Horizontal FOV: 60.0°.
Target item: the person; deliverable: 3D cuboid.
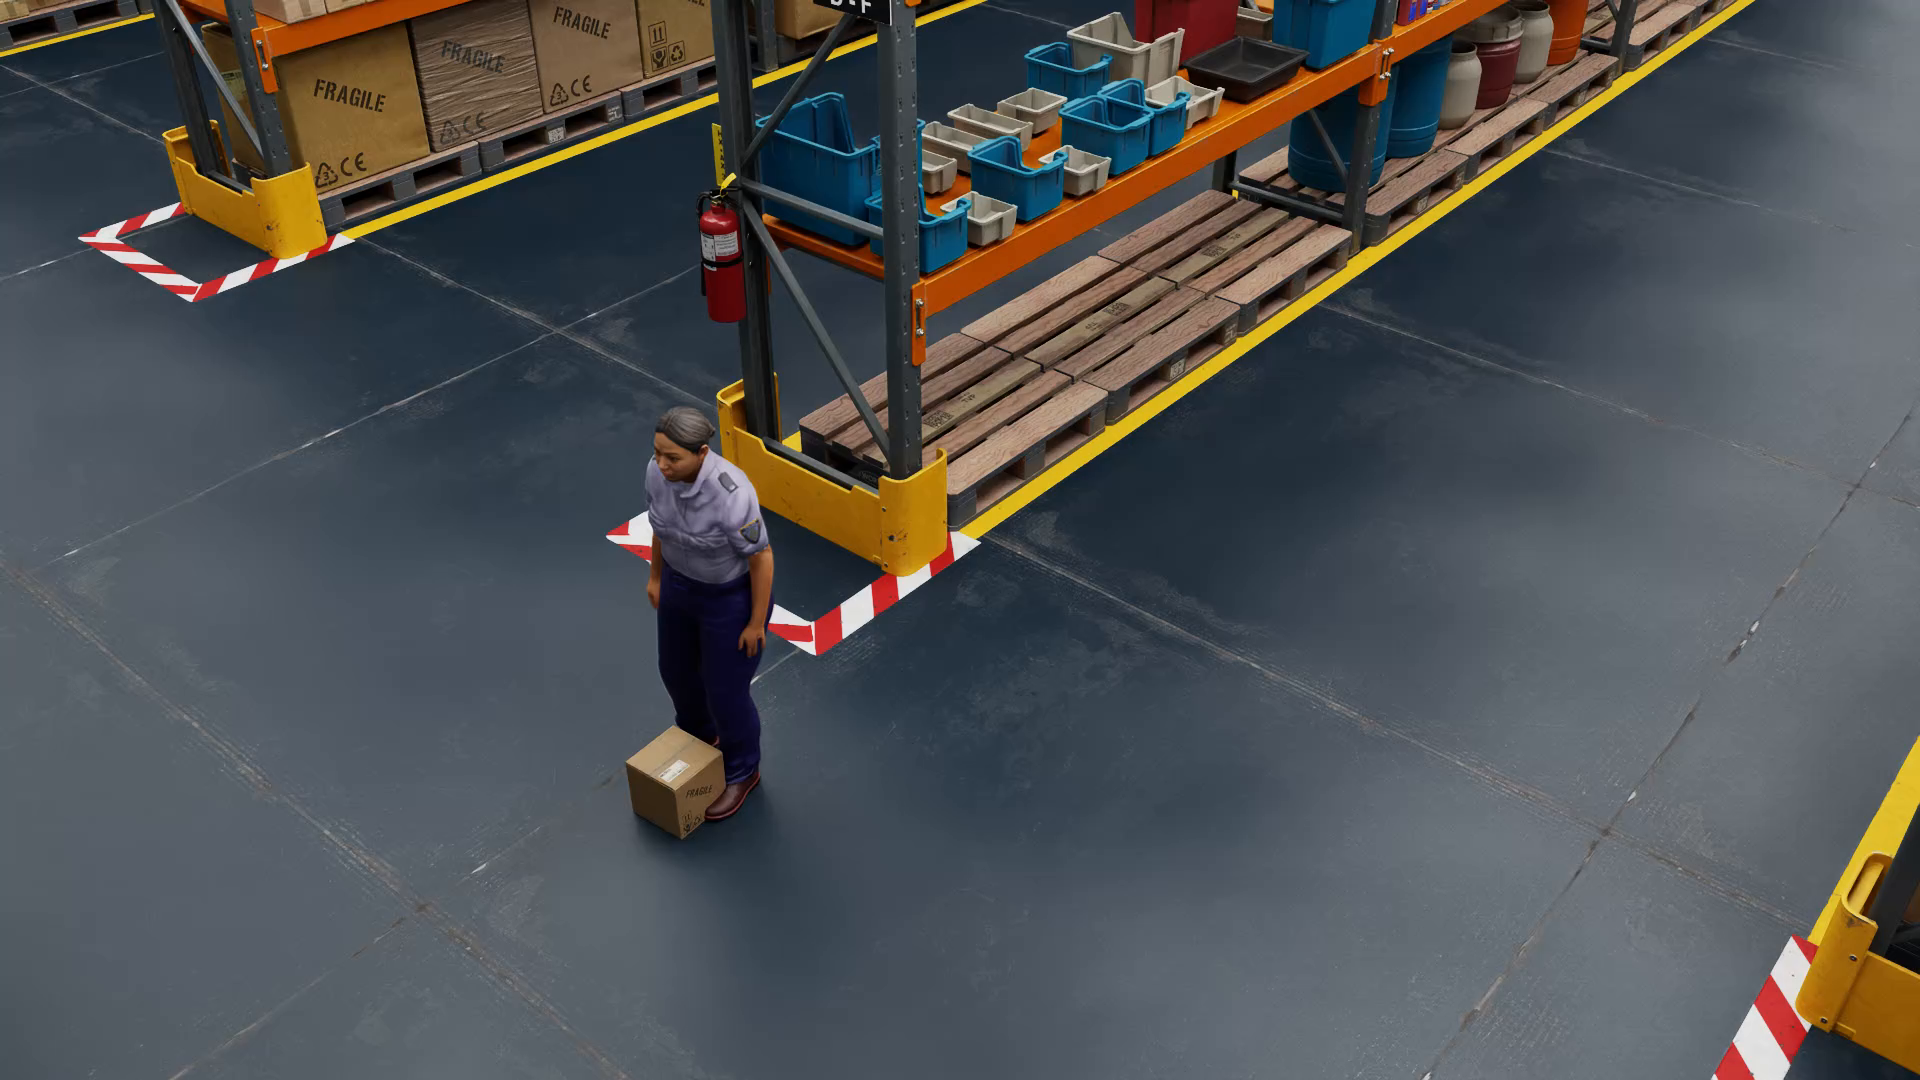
[{"bbox_3d":[-0.905,0.223,5.836,0.562,1.651,0.427,23,41,29],"label":"person"}]
